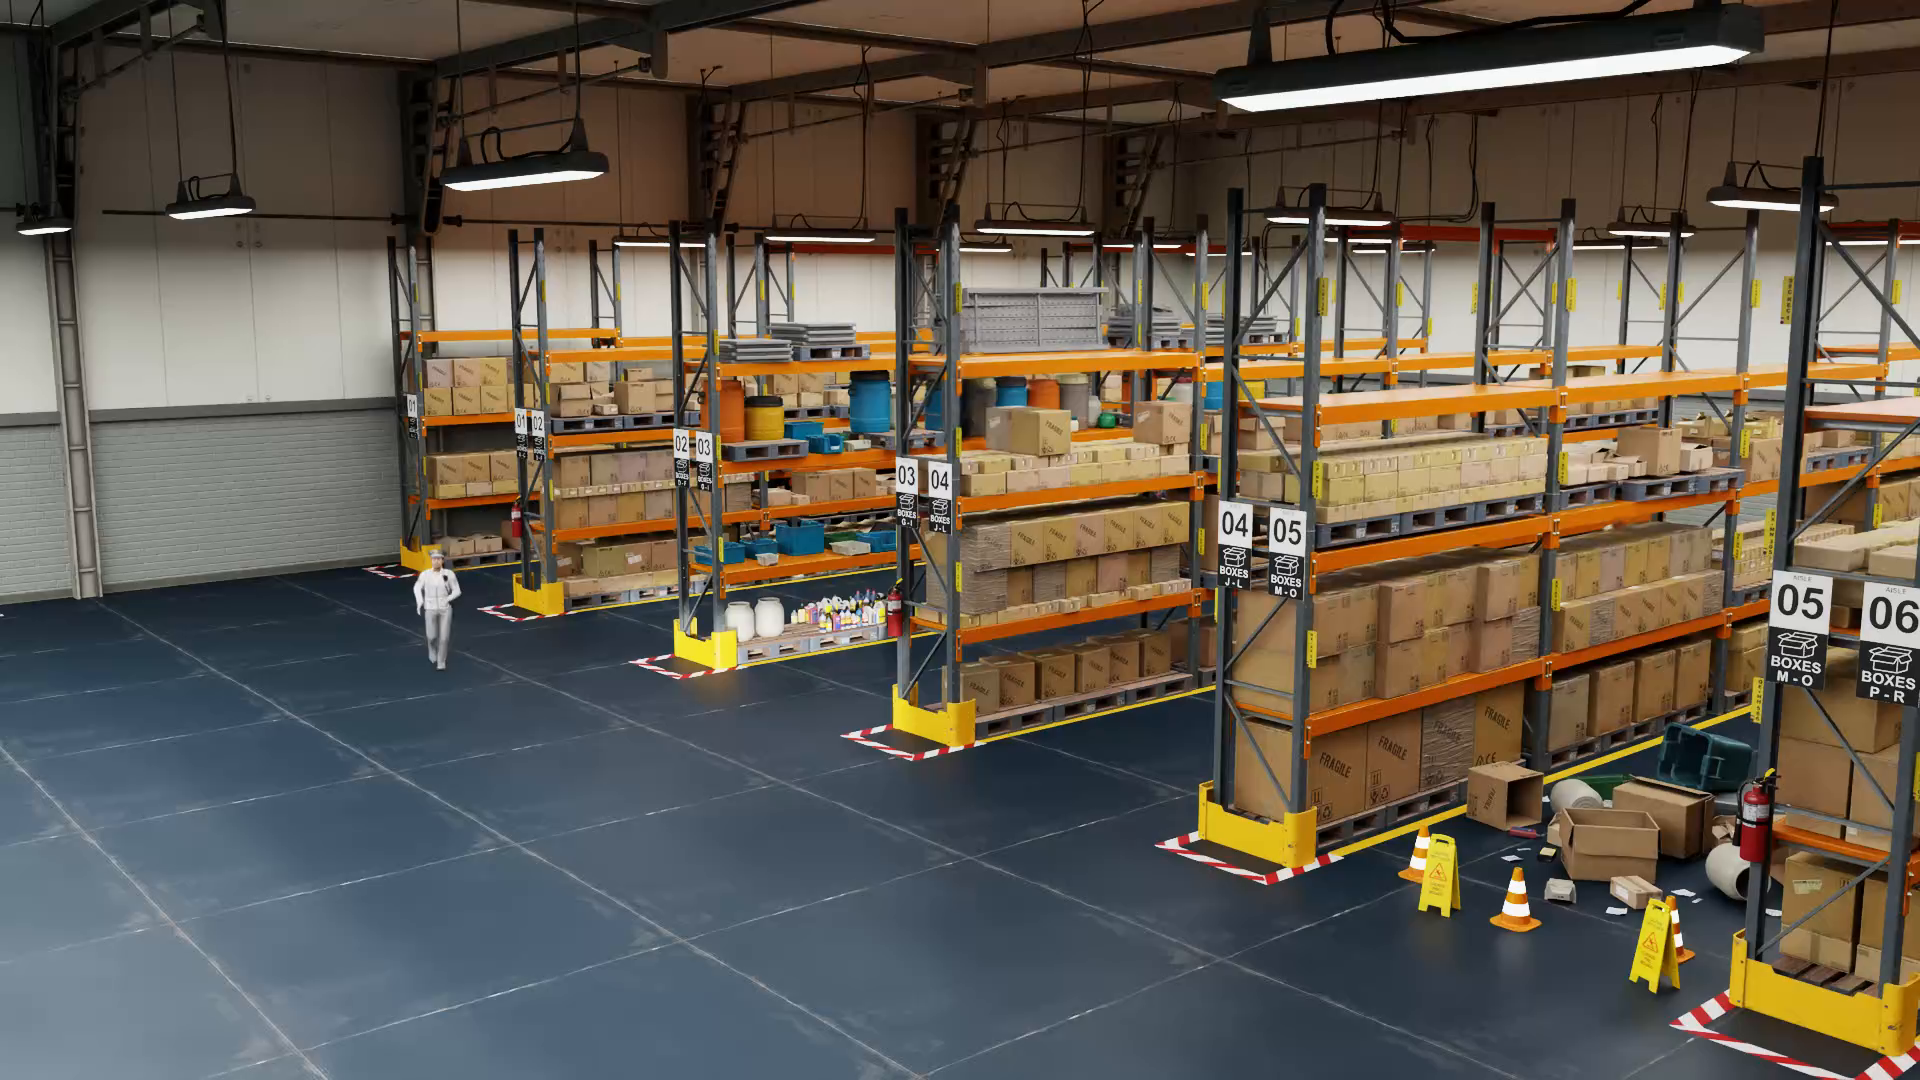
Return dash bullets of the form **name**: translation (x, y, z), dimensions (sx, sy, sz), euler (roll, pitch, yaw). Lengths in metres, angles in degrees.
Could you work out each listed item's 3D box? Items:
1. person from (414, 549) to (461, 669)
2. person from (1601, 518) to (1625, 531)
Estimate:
- **person**: translation (-6.994, 0.935, 22.282), dimensions (0.613, 1.650, 0.550), euler (-2, 9, -15)
- **person**: translation (9.892, 0.396, 25.137), dimensions (0.659, 1.781, 0.991), euler (8, 12, 41)
